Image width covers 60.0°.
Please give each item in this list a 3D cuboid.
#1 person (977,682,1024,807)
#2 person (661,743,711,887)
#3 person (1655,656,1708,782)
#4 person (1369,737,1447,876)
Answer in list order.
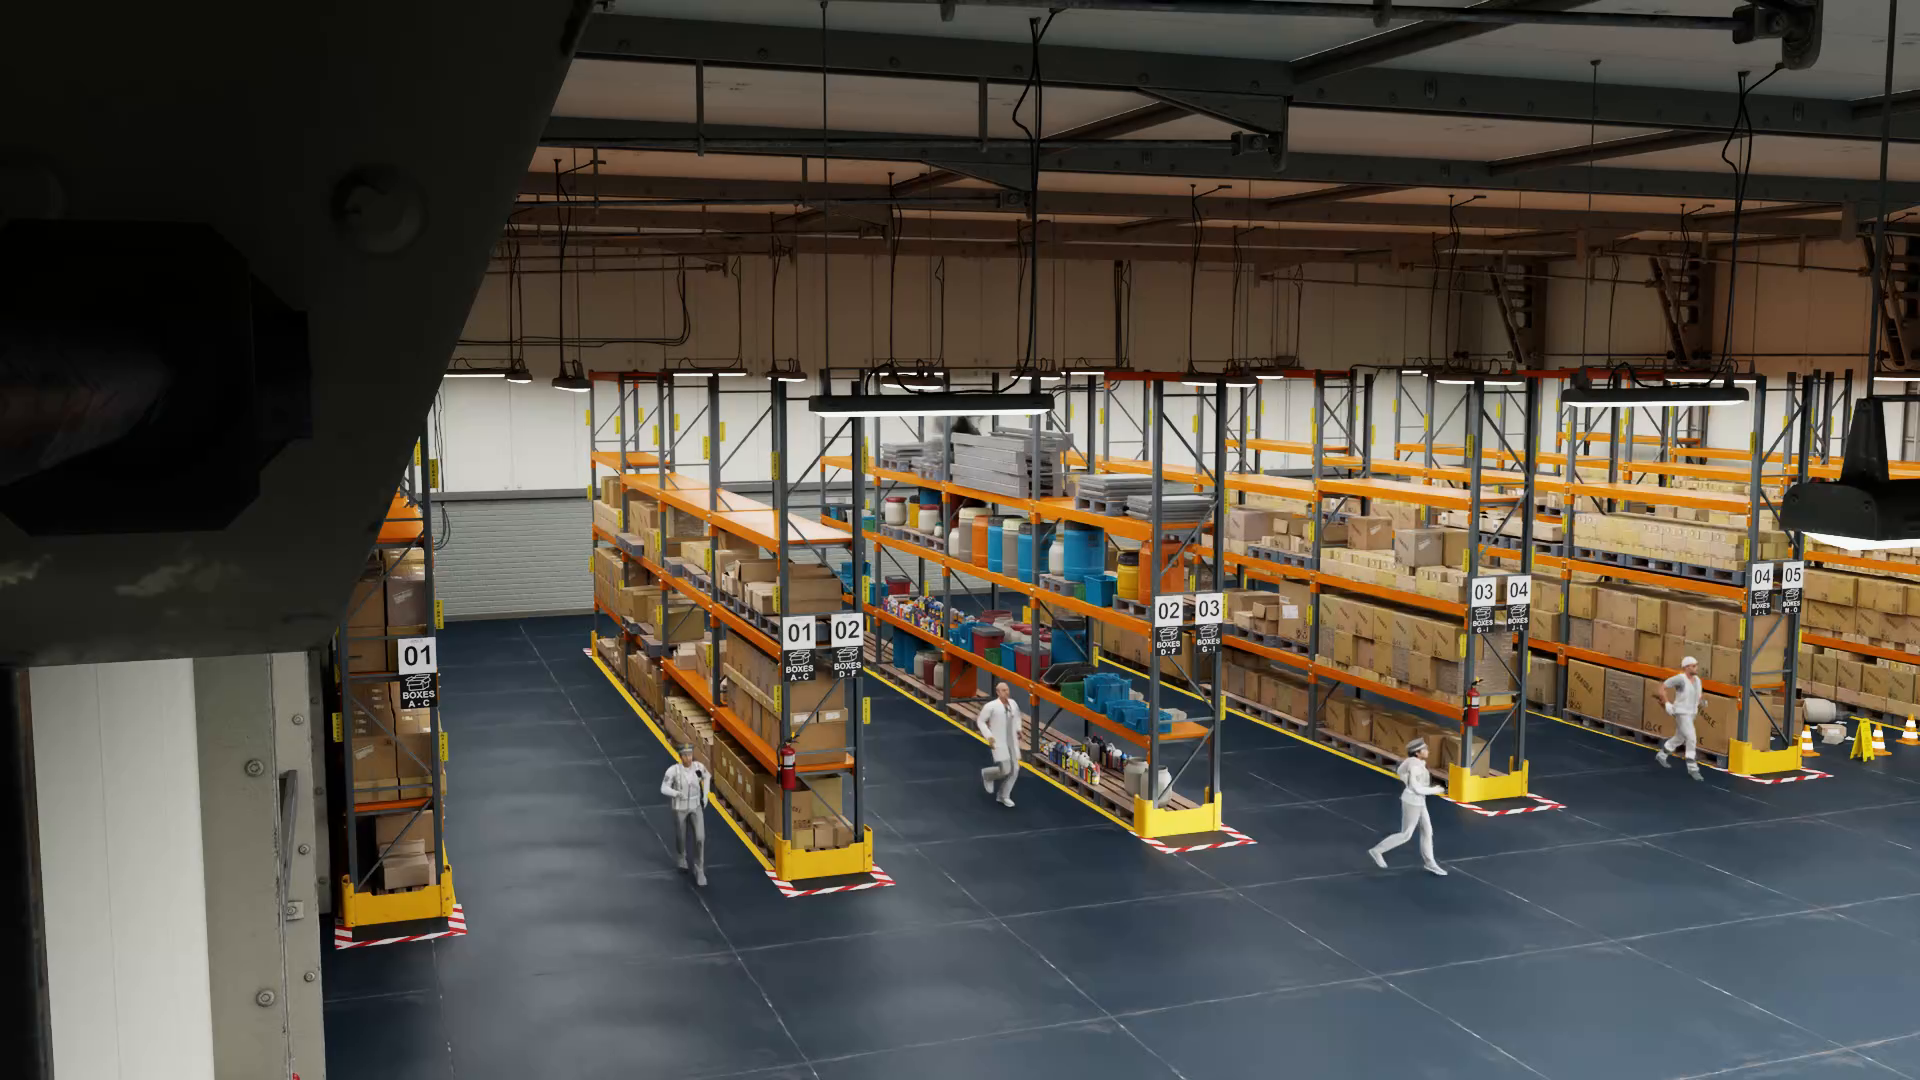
[{"bbox_3d":[0.596,2.906,23.461,0.709,1.655,0.640,-4,8,-33],"label":"person"},{"bbox_3d":[-3.304,3.265,20.107,0.635,1.727,0.810,-2,7,-17],"label":"person"},{"bbox_3d":[10.920,2.651,25.055,0.675,1.823,0.899,-4,8,-34],"label":"person"},{"bbox_3d":[5.477,3.234,20.266,0.935,1.714,0.623,2,7,14],"label":"person"}]
